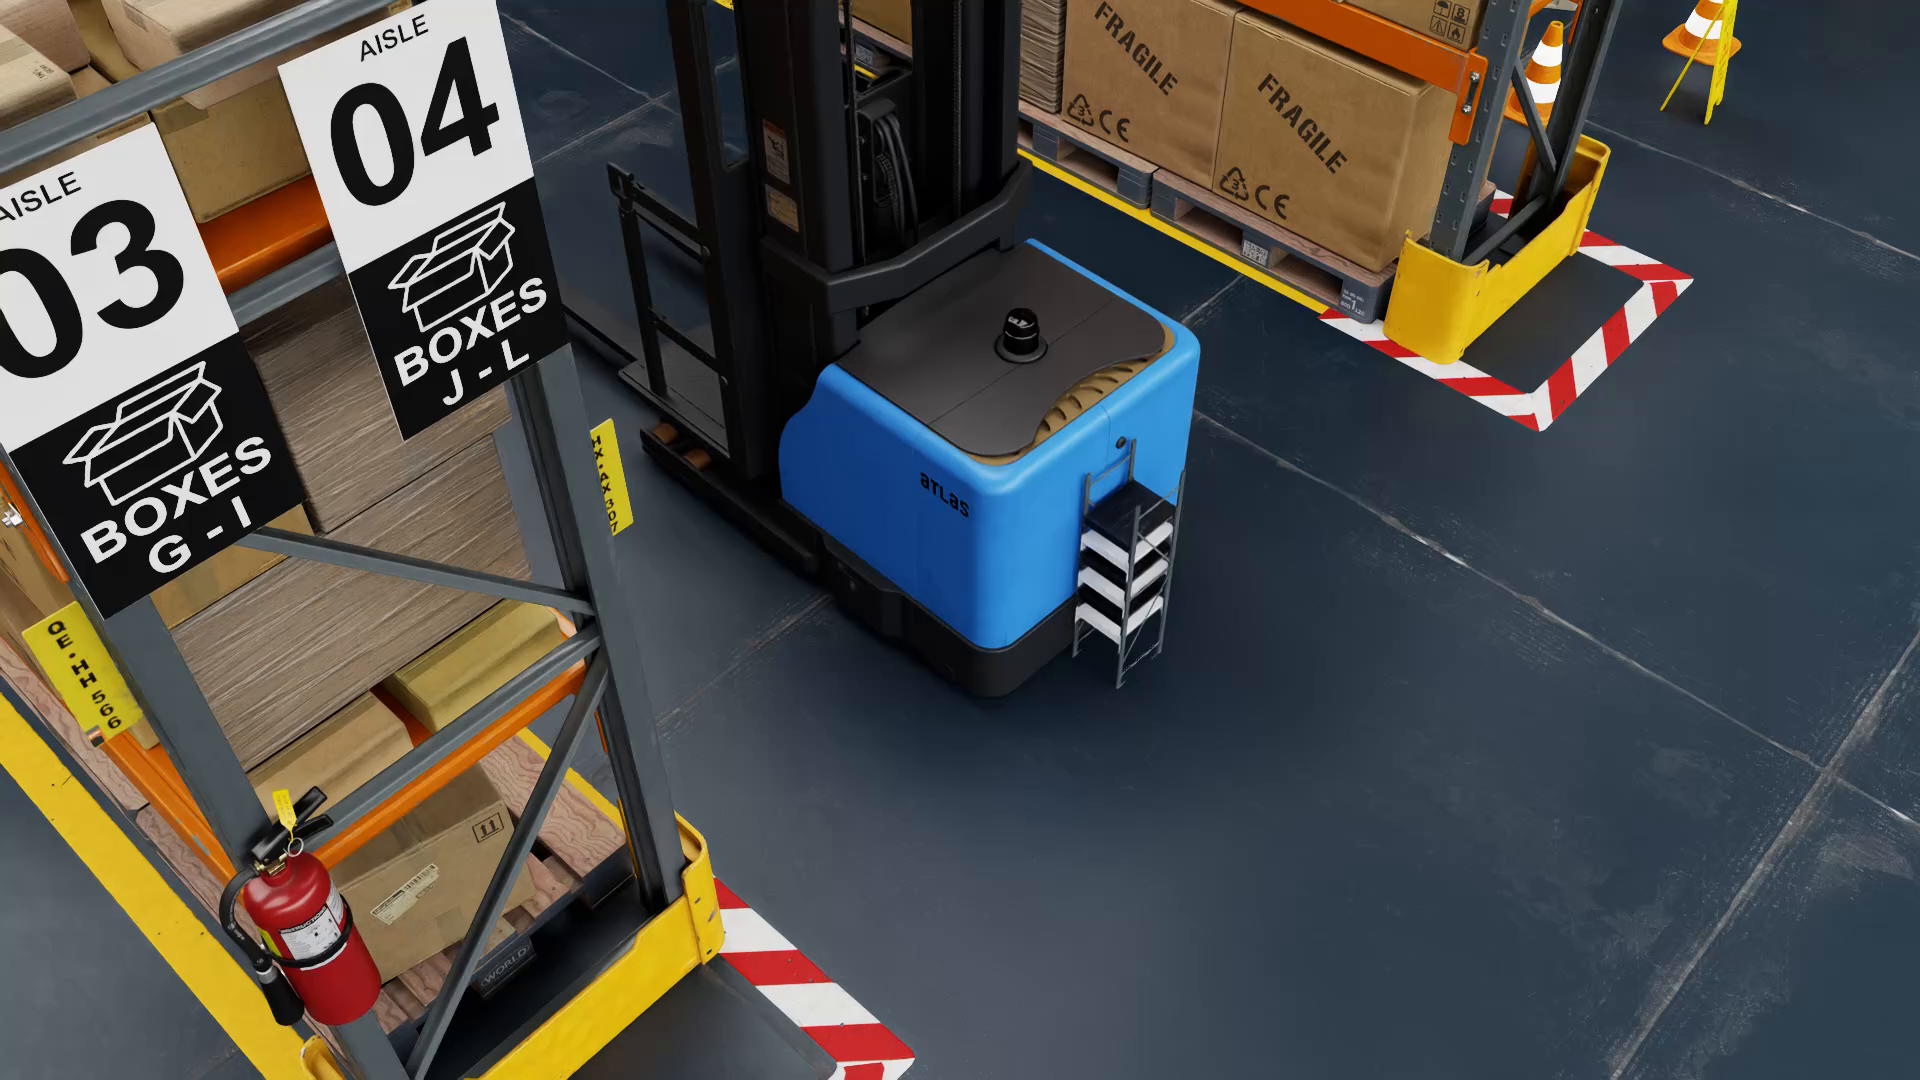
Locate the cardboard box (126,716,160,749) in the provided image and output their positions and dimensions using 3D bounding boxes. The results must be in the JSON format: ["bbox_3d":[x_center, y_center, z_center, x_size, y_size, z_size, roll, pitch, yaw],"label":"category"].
[{"bbox_3d":[-1.913,0.295,4.087,0.250,0.149,0.380,34,55,28],"label":"cardboard box"}]

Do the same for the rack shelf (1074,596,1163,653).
[{"bbox_3d":[0.552,0.242,5.698,0.200,0.077,0.258,36,56,29],"label":"rack shelf"}]

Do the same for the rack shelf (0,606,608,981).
[{"bbox_3d":[-2.631,-0.283,4.952,4.000,0.370,1.077,34,55,28],"label":"rack shelf"}]

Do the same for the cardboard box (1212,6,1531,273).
[{"bbox_3d":[1.734,-1.864,7.112,0.875,0.875,0.875,34,56,28],"label":"cardboard box"}]

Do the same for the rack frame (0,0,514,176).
[{"bbox_3d":[-1.161,-1.594,1.574,0.127,3.000,1.000,34,55,28],"label":"rack frame"}]

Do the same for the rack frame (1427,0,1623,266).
[{"bbox_3d":[2.277,-2.147,6.209,0.127,3.000,1.000,34,55,28],"label":"rack frame"}]

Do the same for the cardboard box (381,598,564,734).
[{"bbox_3d":[-1.209,0.277,4.105,0.250,0.149,0.380,34,55,28],"label":"cardboard box"}]

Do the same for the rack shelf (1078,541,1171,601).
[{"bbox_3d":[0.552,0.057,5.501,0.200,0.077,0.258,36,56,29],"label":"rack shelf"}]

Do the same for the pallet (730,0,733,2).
[{"bbox_3d":[-1.280,-3.512,9.403,1.213,0.211,1.003,34,55,28],"label":"pallet"}]

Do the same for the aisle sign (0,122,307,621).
[{"bbox_3d":[-1.319,-0.239,2.633,0.004,0.787,0.394,34,55,28],"label":"aisle sign"}]

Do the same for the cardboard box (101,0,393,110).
[{"bbox_3d":[-1.207,-0.912,2.821,0.250,0.149,0.380,34,55,27],"label":"cardboard box"}]

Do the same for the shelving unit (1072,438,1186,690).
[{"bbox_3d":[0.552,0.096,5.543,0.210,0.900,0.258,36,56,29],"label":"shelving unit"}]

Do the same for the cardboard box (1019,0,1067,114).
[{"bbox_3d":[0.417,-2.750,7.943,0.875,0.875,0.875,34,56,28],"label":"cardboard box"}]

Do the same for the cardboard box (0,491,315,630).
[{"bbox_3d":[-1.733,-0.158,3.382,0.500,0.500,0.500,34,55,28],"label":"cardboard box"}]

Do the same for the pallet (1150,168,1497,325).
[{"bbox_3d":[1.636,-1.546,7.557,1.213,0.211,1.003,34,55,28],"label":"pallet"}]

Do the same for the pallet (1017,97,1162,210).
[{"bbox_3d":[0.744,-2.150,8.124,1.213,0.211,1.003,34,55,28],"label":"pallet"}]

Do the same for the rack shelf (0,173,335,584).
[{"bbox_3d":[-2.631,-1.310,3.858,4.000,0.370,1.077,34,55,28],"label":"rack shelf"}]

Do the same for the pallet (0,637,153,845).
[{"bbox_3d":[-2.682,0.353,5.774,1.213,0.211,1.003,34,55,28],"label":"pallet"}]

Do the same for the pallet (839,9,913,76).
[{"bbox_3d":[-0.157,-2.753,8.690,1.213,0.211,1.003,34,55,28],"label":"pallet"}]

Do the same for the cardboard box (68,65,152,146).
[{"bbox_3d":[-1.688,-0.618,2.818,0.500,0.250,0.500,35,56,28],"label":"cardboard box"}]

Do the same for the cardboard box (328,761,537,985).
[{"bbox_3d":[-1.609,0.854,4.817,0.500,0.500,0.500,-28,53,-24],"label":"cardboard box"}]

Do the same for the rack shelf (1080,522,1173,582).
[{"bbox_3d":[0.552,-0.004,5.436,0.200,0.077,0.258,36,56,29],"label":"rack shelf"}]

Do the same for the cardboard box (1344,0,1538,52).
[{"bbox_3d":[1.974,-2.358,6.304,0.550,0.550,0.875,34,55,28],"label":"cardboard box"}]

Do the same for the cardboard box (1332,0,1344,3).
[{"bbox_3d":[1.555,-2.618,6.548,0.550,0.550,0.875,34,55,28],"label":"cardboard box"}]

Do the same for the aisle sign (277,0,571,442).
[{"bbox_3d":[-0.912,-0.560,2.935,0.004,0.787,0.394,34,55,28],"label":"aisle sign"}]

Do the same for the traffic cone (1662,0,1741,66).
[{"bbox_3d":[3.866,-2.740,8.505,0.334,0.463,0.336,34,55,28],"label":"traffic cone"}]

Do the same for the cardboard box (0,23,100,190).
[{"bbox_3d":[-1.577,-0.622,2.549,0.250,0.149,0.380,34,55,28],"label":"cardboard box"}]

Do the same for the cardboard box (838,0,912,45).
[{"bbox_3d":[-0.248,-3.193,8.360,0.875,0.875,0.875,35,56,28],"label":"cardboard box"}]

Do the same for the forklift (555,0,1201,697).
[{"bbox_3d":[-0.599,-1.436,5.588,3.031,2.935,1.130,36,56,29],"label":"forklift"}]

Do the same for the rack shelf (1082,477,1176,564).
[{"bbox_3d":[0.552,-0.066,5.370,0.200,0.077,0.258,36,56,29],"label":"rack shelf"}]

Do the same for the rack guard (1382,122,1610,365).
[{"bbox_3d":[2.295,-1.280,7.109,0.348,0.500,1.175,34,55,28],"label":"rack guard"}]

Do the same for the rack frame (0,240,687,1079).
[{"bbox_3d":[-1.161,0.460,3.761,0.127,3.000,1.000,34,55,28],"label":"rack frame"}]

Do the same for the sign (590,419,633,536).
[{"bbox_3d":[-0.793,-0.127,3.718,0.005,0.325,0.100,34,55,28],"label":"sign"}]

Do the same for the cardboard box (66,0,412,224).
[{"bbox_3d":[-1.340,-0.892,3.076,0.500,0.250,0.500,36,56,29],"label":"cardboard box"}]

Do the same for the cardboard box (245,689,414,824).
[{"bbox_3d":[-1.511,0.515,3.881,0.250,0.149,0.380,34,55,28],"label":"cardboard box"}]

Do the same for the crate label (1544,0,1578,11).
[{"bbox_3d":[3.246,-2.984,8.958,0.298,0.136,0.250,9,48,9],"label":"crate label"}]

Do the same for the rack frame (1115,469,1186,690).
[{"bbox_3d":[0.624,0.148,5.494,0.006,0.900,0.240,36,56,29],"label":"rack frame"}]

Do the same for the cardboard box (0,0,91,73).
[{"bbox_3d":[-1.689,-0.814,2.728,0.250,0.149,0.380,32,55,27],"label":"cardboard box"}]

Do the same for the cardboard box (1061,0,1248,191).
[{"bbox_3d":[1.086,-2.298,7.519,0.875,0.875,0.875,33,55,27],"label":"cardboard box"}]

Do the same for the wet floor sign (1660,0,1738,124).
[{"bbox_3d":[3.641,-2.388,8.050,0.232,0.644,0.267,25,52,22],"label":"wet floor sign"}]

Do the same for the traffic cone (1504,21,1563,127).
[{"bbox_3d":[2.850,-2.302,8.094,0.334,0.463,0.336,34,55,28],"label":"traffic cone"}]

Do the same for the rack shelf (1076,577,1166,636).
[{"bbox_3d":[0.552,0.180,5.632,0.200,0.077,0.258,36,56,29],"label":"rack shelf"}]

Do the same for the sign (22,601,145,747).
[{"bbox_3d":[-1.552,0.243,2.954,0.005,0.325,0.100,34,55,28],"label":"sign"}]

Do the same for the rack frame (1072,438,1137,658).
[{"bbox_3d":[0.480,0.044,5.591,0.006,0.900,0.240,36,56,29],"label":"rack frame"}]

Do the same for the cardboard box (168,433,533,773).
[{"bbox_3d":[-1.547,0.037,3.885,0.500,0.500,0.875,34,55,28],"label":"cardboard box"}]

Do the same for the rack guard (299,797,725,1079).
[{"bbox_3d":[-1.217,1.278,4.707,0.348,0.500,1.175,34,55,28],"label":"rack guard"}]

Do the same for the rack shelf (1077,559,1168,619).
[{"bbox_3d":[0.552,0.119,5.567,0.200,0.077,0.258,36,56,29],"label":"rack shelf"}]

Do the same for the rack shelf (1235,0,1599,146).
[{"bbox_3d":[0.807,-2.890,7.400,4.000,0.370,1.077,34,55,28],"label":"rack shelf"}]

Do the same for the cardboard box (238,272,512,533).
[{"bbox_3d":[-1.381,-0.437,3.644,0.500,0.500,0.500,34,55,28],"label":"cardboard box"}]

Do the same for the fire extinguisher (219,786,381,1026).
[{"bbox_3d":[-1.390,0.790,3.504,0.183,0.674,0.296,34,55,28],"label":"fire extinguisher"}]

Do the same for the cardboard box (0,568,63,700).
[{"bbox_3d":[-1.996,-0.146,4.057,0.500,0.500,0.875,34,55,28],"label":"cardboard box"}]

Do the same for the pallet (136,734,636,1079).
[{"bbox_3d":[-1.790,0.956,5.208,1.213,0.211,1.003,34,55,28],"label":"pallet"}]
